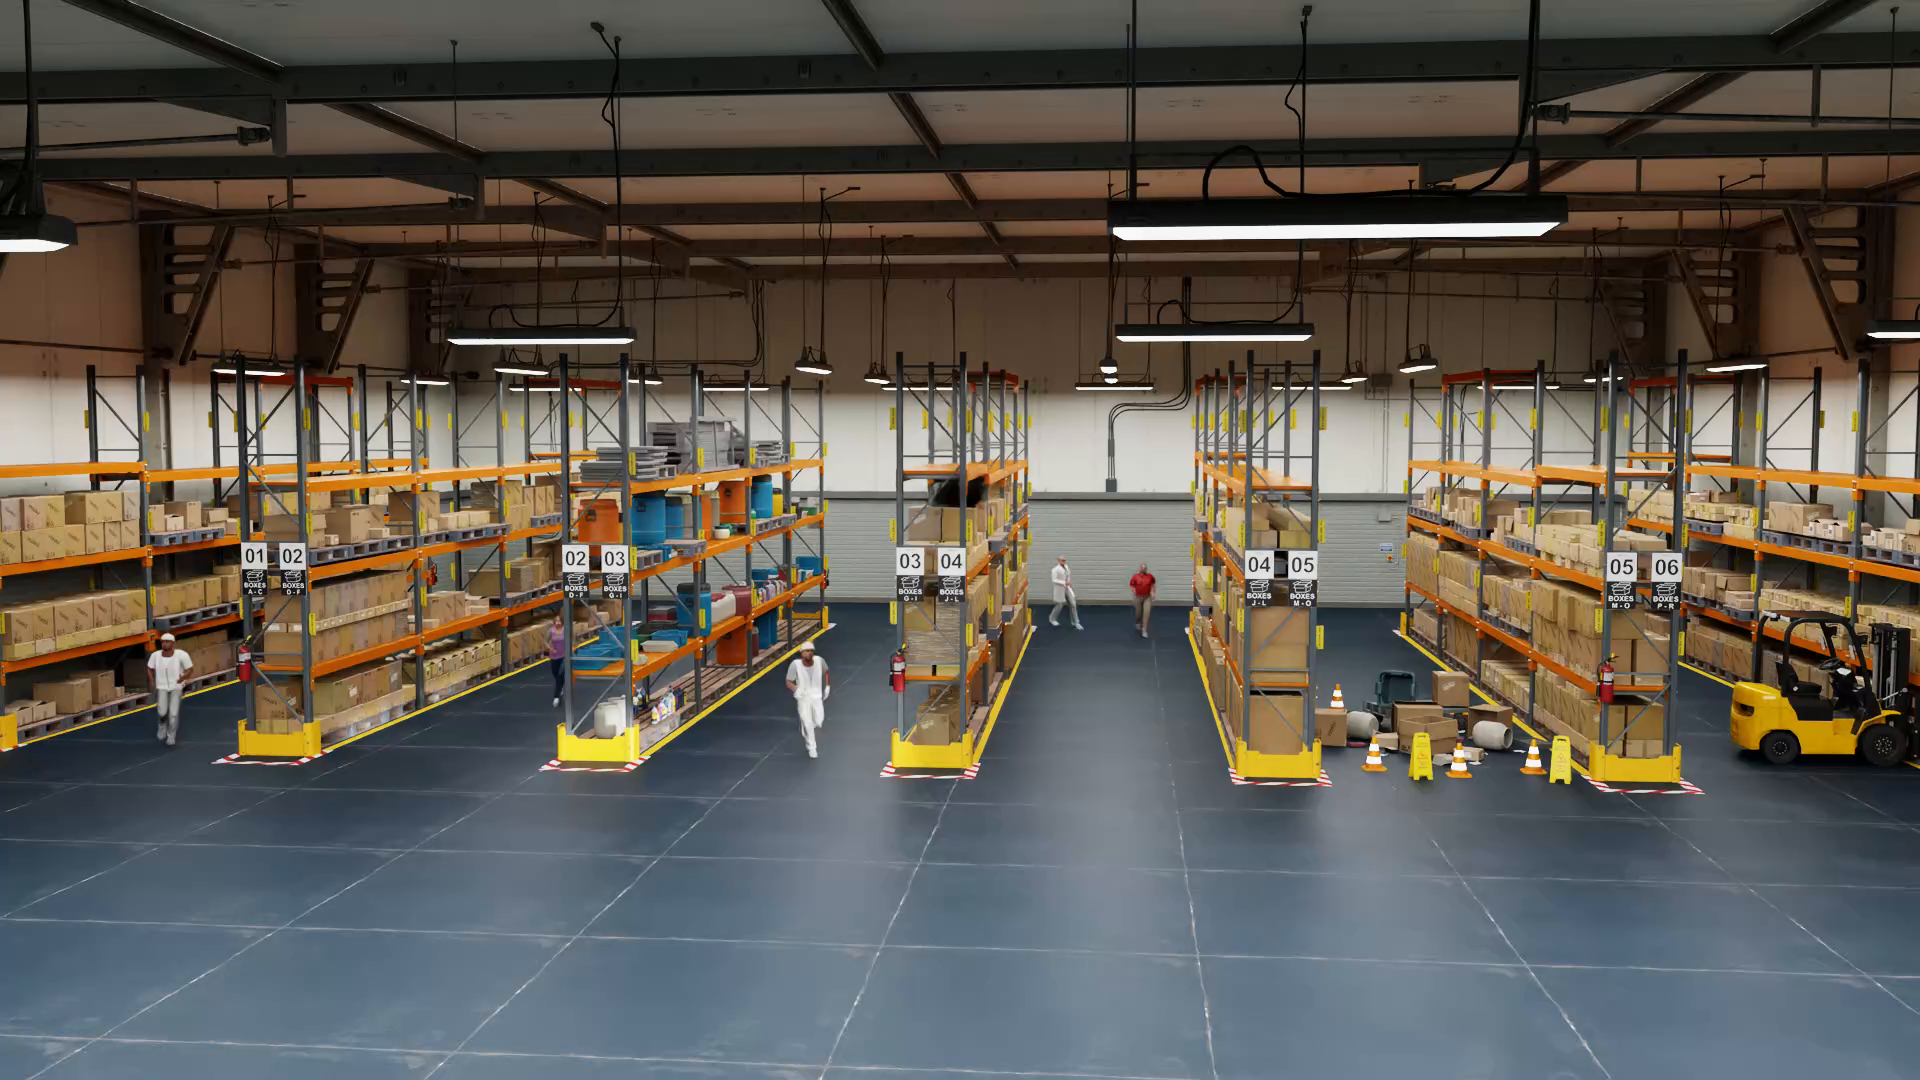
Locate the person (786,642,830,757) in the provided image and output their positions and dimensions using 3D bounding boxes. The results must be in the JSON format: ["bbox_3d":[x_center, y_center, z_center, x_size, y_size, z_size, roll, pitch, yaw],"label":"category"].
[{"bbox_3d":[-2.277,2.380,25.019,0.725,1.728,0.709,-2,4,-22],"label":"person"}]

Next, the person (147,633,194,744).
[{"bbox_3d":[-12.245,2.307,25.769,0.682,1.729,0.596,-1,4,-17],"label":"person"}]

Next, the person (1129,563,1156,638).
[{"bbox_3d":[4.279,1.388,38.945,0.651,1.709,0.893,0,4,0],"label":"person"}]

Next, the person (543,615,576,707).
[{"bbox_3d":[-7.126,2.107,29.597,0.564,1.592,0.921,0,4,-7],"label":"person"}]

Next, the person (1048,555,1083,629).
[{"bbox_3d":[2.449,1.353,40.287,0.722,1.618,0.928,-3,5,-38],"label":"person"}]
